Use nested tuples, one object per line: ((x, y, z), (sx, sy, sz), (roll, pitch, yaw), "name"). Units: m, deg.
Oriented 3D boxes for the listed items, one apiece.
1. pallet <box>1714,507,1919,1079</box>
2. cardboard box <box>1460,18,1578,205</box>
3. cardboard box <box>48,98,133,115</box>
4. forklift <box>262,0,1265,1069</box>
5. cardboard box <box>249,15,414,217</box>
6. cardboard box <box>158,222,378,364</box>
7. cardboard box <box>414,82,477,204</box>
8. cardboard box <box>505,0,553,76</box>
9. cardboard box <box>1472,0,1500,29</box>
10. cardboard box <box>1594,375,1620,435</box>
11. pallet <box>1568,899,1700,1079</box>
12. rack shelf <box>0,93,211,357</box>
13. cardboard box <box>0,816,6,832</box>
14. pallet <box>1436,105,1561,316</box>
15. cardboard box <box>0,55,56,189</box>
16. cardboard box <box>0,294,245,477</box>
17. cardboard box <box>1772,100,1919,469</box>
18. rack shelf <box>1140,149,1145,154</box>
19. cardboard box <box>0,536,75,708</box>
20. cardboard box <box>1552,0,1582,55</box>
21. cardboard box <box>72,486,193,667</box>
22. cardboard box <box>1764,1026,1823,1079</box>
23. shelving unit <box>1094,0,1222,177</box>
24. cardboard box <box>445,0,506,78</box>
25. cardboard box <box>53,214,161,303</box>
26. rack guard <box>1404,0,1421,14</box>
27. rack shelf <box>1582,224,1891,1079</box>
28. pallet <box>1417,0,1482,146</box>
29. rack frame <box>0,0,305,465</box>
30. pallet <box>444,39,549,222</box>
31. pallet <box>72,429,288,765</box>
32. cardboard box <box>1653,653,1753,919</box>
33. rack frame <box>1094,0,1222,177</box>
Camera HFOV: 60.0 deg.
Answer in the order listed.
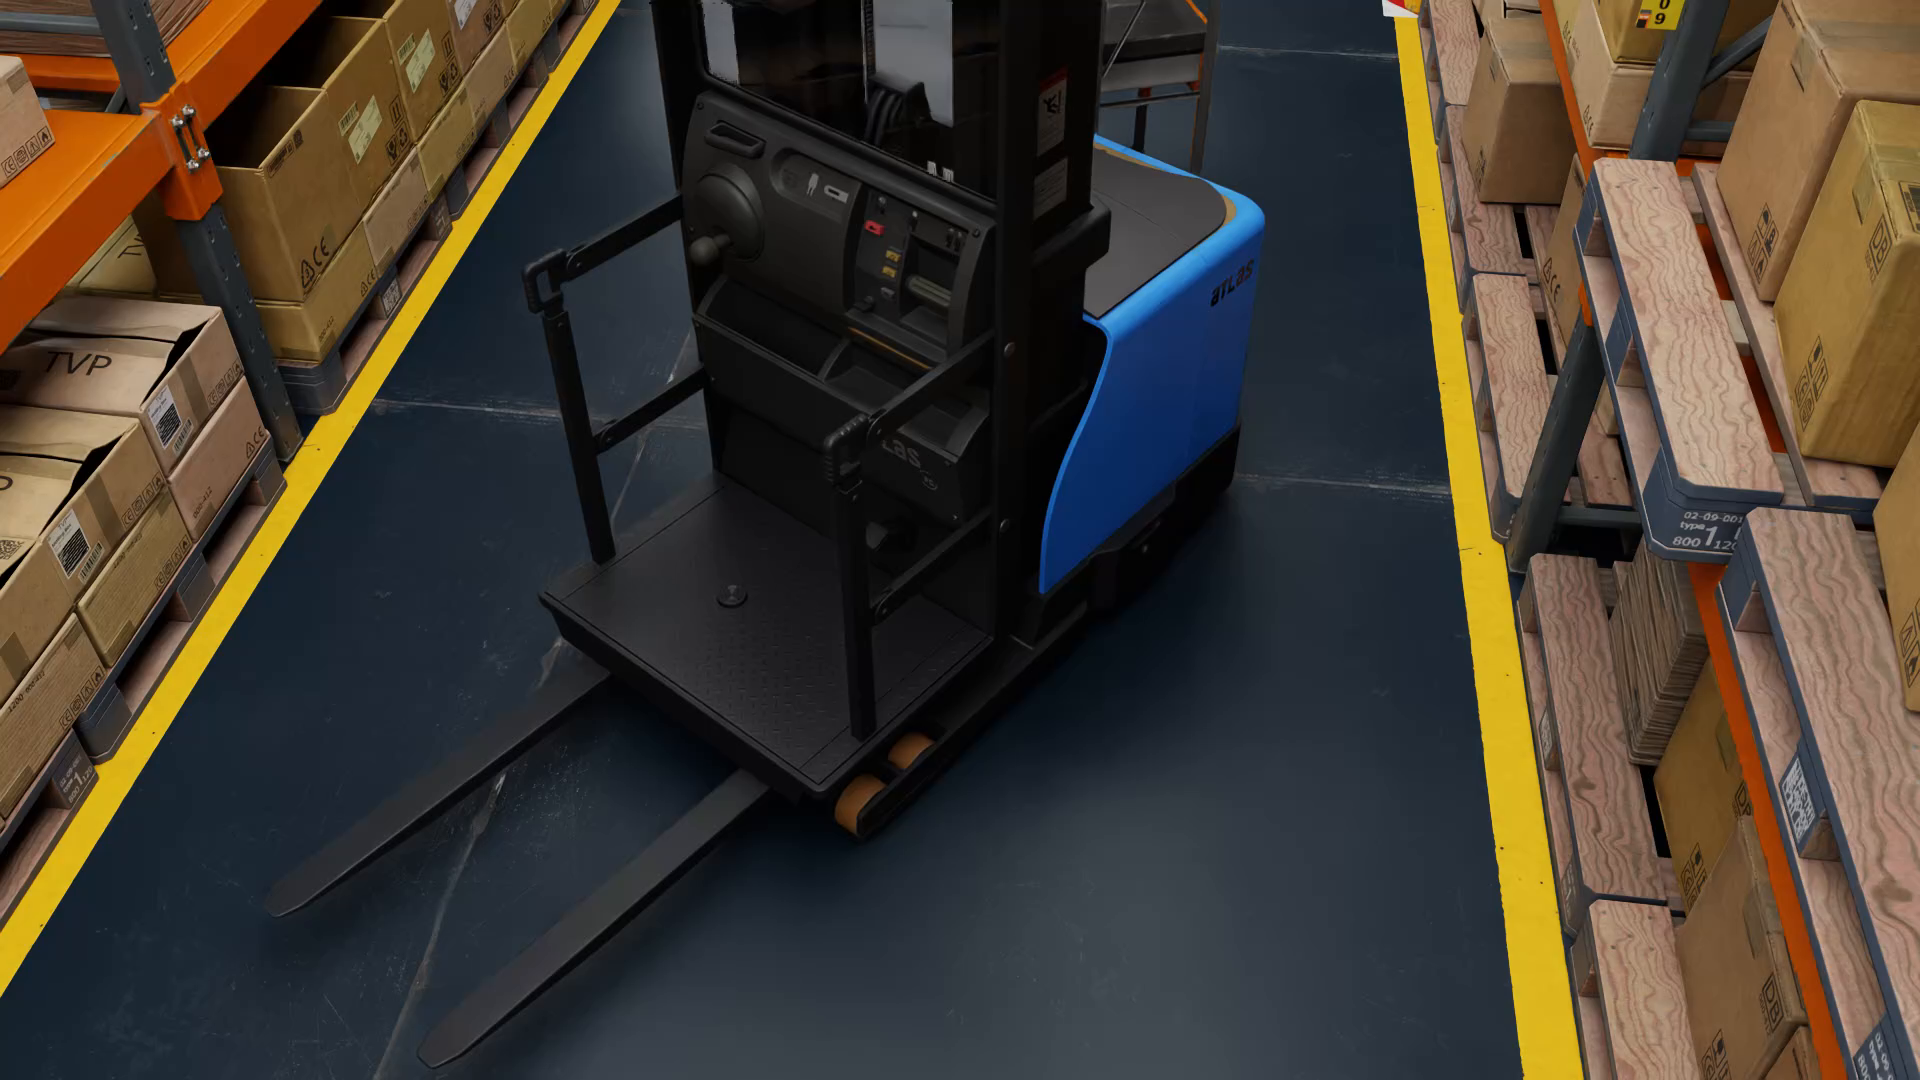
((1.892, 0.464, 2.718), (1.003, 0.211, 1.213), (5, 44, 6), "pallet")
((2.326, -1.610, 6.266), (0.700, 0.500, 0.500), (3, 44, 3), "cardboard box")
((-2.789, -1.529, 5.832), (0.500, 0.500, 0.500), (5, 44, 6), "cardboard box")
((-0.451, -0.673, 3.828), (1.130, 2.935, 3.031), (30, 51, 28), "forklift")
((-2.281, -1.482, 5.783), (0.500, 0.500, 0.500), (5, 44, 6), "cardboard box")
((-2.349, -0.869, 5.681), (0.500, 0.250, 0.500), (5, 44, 6), "cardboard box")
((-2.207, -1.550, 6.399), (0.500, 0.250, 0.500), (5, 44, 6), "cardboard box")
((-2.079, -2.232, 7.120), (0.500, 0.250, 0.500), (5, 44, 6), "cardboard box")
((2.548, -2.425, 7.265), (0.500, 0.311, 0.500), (1, 43, 1), "cardboard box")
((2.241, -0.477, 5.313), (0.380, 0.166, 0.250), (0, 43, 0), "cardboard box")
((1.939, 1.398, 3.620), (1.003, 0.211, 1.213), (5, 44, 6), "pallet")
((-2.975, 0.198, 3.383), (1.077, 0.370, 4.000), (5, 44, 6), "rack shelf")
((-2.683, 0.768, 3.951), (0.500, 0.250, 0.500), (6, 44, 6), "cardboard box")
((2.412, -1.261, 6.428), (1.003, 0.211, 1.213), (5, 44, 6), "pallet")
((-2.733, -1.033, 4.268), (0.500, 0.250, 0.500), (8, 44, 8), "cardboard box")
((-2.480, -0.482, 4.864), (0.500, 0.311, 0.500), (5, 44, 6), "cardboard box")
((2.018, -0.451, 3.152), (0.700, 0.500, 0.500), (9, 44, 10), "cardboard box")
((0.513, -0.988, 5.796), (0.431, 0.518, 0.480), (-10, 44, -12), "rack shelf")
((-2.611, 0.213, 4.130), (0.500, 0.311, 0.500), (5, 44, 5), "cardboard box")
((2.036, -1.621, 4.875), (0.500, 0.250, 0.500), (5, 44, 6), "cardboard box")
((-2.547, 0.073, 4.686), (0.500, 0.250, 0.500), (5, 44, 5), "cardboard box")
((1.935, 1.318, 3.174), (0.700, 0.500, 0.500), (5, 44, 5), "cardboard box")
((0.519, -1.513, 5.313), (0.431, 2.100, 0.503), (-10, 44, -12), "shelving unit")
((-2.143, -2.163, 6.502), (0.500, 0.500, 0.500), (5, 44, 6), "cardboard box")
((-2.866, -0.917, 5.731), (0.500, 0.250, 0.500), (5, 44, 6), "cardboard box")
((2.718, -2.745, 7.786), (1.175, 0.500, 0.348), (5, 44, 6), "rack guard")
((1.935, 0.645, 2.910), (1.077, 0.370, 4.000), (5, 44, 6), "rack shelf")
((2.576, -2.090, 7.304), (1.003, 0.211, 1.213), (5, 44, 6), "pallet")
((-2.711, -1.427, 4.575), (1.000, 3.000, 0.127), (5, 44, 6), "rack frame")
((-2.406, -1.786, 6.983), (1.003, 0.211, 1.213), (5, 44, 6), "pallet")
((-2.770, 0.092, 5.000), (1.003, 0.211, 1.213), (5, 44, 6), "pallet")
((2.100, 0.629, 3.902), (0.700, 0.500, 0.500), (4, 44, 5), "cardboard box")
((0.585, -1.354, 5.140), (0.400, 2.100, 0.015), (-10, 44, -12), "rack frame")
